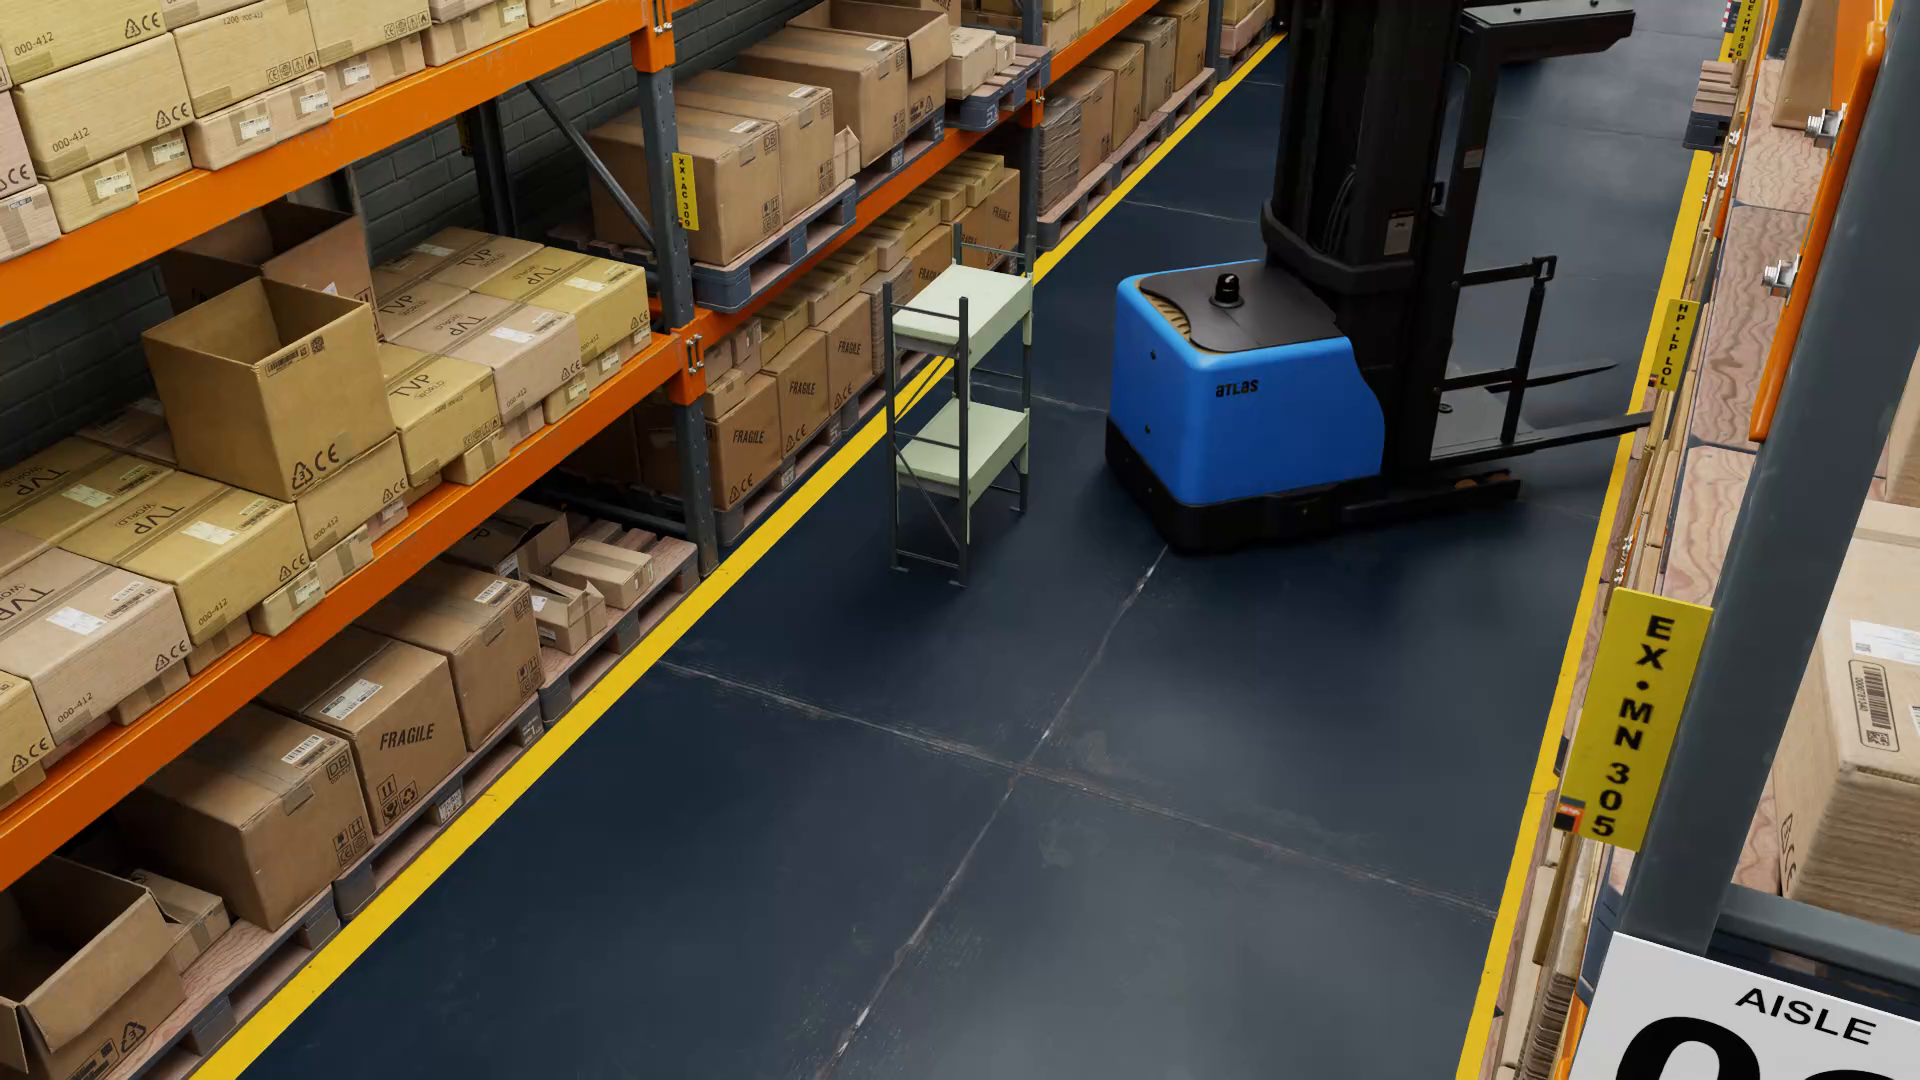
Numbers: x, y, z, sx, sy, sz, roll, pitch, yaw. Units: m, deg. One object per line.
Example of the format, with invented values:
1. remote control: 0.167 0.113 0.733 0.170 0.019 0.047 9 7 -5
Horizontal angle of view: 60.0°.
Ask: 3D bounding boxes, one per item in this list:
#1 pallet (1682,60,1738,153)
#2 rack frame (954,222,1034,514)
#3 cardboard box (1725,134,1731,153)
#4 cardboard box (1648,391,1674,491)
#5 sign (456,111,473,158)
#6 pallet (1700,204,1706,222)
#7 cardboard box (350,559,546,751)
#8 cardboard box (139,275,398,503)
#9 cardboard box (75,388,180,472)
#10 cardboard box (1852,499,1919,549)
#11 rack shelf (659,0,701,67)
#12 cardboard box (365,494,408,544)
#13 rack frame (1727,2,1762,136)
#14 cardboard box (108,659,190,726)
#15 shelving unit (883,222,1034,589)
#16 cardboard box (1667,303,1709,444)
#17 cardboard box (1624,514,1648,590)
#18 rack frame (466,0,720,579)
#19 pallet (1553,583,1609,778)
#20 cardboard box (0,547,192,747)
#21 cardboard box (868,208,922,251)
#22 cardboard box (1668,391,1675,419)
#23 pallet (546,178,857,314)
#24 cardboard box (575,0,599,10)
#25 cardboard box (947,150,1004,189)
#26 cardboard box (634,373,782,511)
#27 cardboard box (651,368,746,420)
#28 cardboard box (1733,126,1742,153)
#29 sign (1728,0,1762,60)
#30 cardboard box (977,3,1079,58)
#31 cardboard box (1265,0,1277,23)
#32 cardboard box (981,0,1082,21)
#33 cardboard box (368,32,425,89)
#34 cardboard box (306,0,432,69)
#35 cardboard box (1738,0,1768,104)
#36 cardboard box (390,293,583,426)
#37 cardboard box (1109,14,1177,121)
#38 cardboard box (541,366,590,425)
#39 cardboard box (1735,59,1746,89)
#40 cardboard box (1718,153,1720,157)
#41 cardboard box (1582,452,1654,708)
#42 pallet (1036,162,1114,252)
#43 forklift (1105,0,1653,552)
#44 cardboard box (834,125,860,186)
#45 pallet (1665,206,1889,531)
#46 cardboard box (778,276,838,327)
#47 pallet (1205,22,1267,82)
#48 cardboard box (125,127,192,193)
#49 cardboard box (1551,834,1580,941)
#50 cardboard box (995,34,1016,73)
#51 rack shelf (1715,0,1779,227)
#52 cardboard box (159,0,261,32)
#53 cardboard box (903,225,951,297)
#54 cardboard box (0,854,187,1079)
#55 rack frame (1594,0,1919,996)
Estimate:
1. pallet: 4.740 -2.366 9.297 1.213 0.211 1.003 14 36 20
2. rack frame: 0.156 -0.813 8.122 0.400 1.500 0.023 14 36 20
3. cardboard box: 3.885 -1.760 7.879 0.500 0.250 0.500 15 36 22
4. cardboard box: 2.824 -0.293 6.098 0.500 0.250 0.500 13 36 19
5. sign: -2.150 -1.821 7.236 0.100 0.325 0.005 14 36 20
6. pallet: 5.379 -1.895 10.947 1.003 0.211 1.213 14 36 20
7. cardboard box: -2.149 0.434 6.749 0.700 0.500 0.500 13 35 19
8. cardboard box: -2.256 -0.506 5.467 0.500 0.500 0.500 15 36 22
9. cardboard box: -2.719 -0.333 5.888 0.500 0.250 0.500 14 36 20
10. cardboard box: 1.401 0.079 2.413 0.380 0.149 0.250 11 35 17
11. rack shelf: -0.808 -3.161 8.255 1.077 0.370 4.000 14 36 20
12. cardboard box: -2.210 -0.125 5.934 0.380 0.149 0.250 14 36 20
13. rack frame: 4.539 -2.067 8.666 1.000 3.000 0.127 14 36 20
14. cardboard box: -2.627 0.397 5.138 0.380 0.149 0.250 15 36 22
15. shelving unit: 0.003 -0.631 7.844 0.431 1.500 0.755 14 36 20
16. cardboard box: 2.446 -0.353 5.049 0.500 0.500 0.500 14 36 21
17. cardboard box: 2.217 0.307 4.955 0.500 0.500 0.500 14 36 21
18. rack frame: -1.645 -1.211 7.362 1.000 3.000 0.127 14 36 20
19. pallet: 3.120 0.690 7.005 1.003 0.211 1.213 14 36 20
20. cardboard box: -2.673 0.304 4.916 0.500 0.250 0.500 15 36 21
21. cardboard box: -0.439 -1.791 9.552 0.380 0.149 0.250 14 36 20
22. cardboard box: 2.829 -0.496 5.952 0.500 0.250 0.500 14 36 20
23. pallet: -1.211 -1.504 7.983 1.003 0.211 1.213 14 36 20
24. cardboard box: -1.527 -2.114 6.232 0.380 0.149 0.250 14 36 20
25. cardboard box: 0.052 -2.301 10.329 0.380 0.149 0.250 12 35 18
26. cardboard box: -1.238 -0.531 8.221 0.500 0.500 0.500 16 36 23
27. cardboard box: -1.253 -0.730 7.933 0.380 0.149 0.250 16 36 23
28. cardboard box: 3.264 -1.322 6.527 0.500 0.500 0.500 15 36 22
29. sign: 4.042 -2.637 8.553 0.100 0.325 0.005 14 36 20
30. cardboard box: 0.437 -3.306 10.693 0.500 0.250 0.500 14 36 21
31. cardboard box: 2.605 -4.902 15.115 0.500 0.250 0.500 15 36 21
32. cardboard box: 0.459 -3.509 10.547 0.500 0.250 0.500 14 36 20
33. cardboard box: -1.998 -1.613 5.468 0.380 0.149 0.250 15 36 22
34. cardboard box: -2.052 -1.716 5.261 0.500 0.250 0.500 15 36 21
35. cardboard box: 4.110 -2.337 8.075 0.500 0.500 0.500 13 35 19
36. cardboard box: -1.832 -0.710 6.463 0.500 0.250 0.500 14 36 21
37. cardboard box: 1.163 -3.731 12.987 0.875 0.625 0.625 14 36 20
38. cardboard box: -1.725 -0.620 6.689 0.380 0.149 0.250 15 36 22
39. cardboard box: 4.477 -2.699 8.884 0.500 0.500 0.500 13 35 19
40. cardboard box: 5.698 -2.515 11.363 0.950 0.372 0.625 16 37 23
41. cardboard box: 3.052 0.311 6.594 0.875 0.875 0.875 15 36 22
42. pallet: 0.409 -2.438 11.776 1.003 0.211 1.213 14 36 20
43. forklift: 2.343 -1.633 8.068 3.031 2.935 1.130 -10 35 -15
44. cardboard box: -0.715 -1.935 8.204 0.396 0.266 0.258 16 36 23
45. pallet: 2.002 -0.281 3.289 1.003 0.211 1.213 14 36 20
46. cardboard box: -0.869 -1.272 8.759 0.380 0.149 0.250 14 36 20
47. pallet: 2.073 -4.416 14.792 1.003 0.211 1.213 14 36 20
48. cardboard box: -2.417 -1.104 4.692 0.380 0.149 0.250 14 36 20
49. cardboard box: 1.579 0.651 3.519 0.500 0.500 0.500 14 36 20
50. cardboard box: 0.103 -2.859 9.720 0.380 0.149 0.250 15 36 21
51. rack shelf: 3.702 -2.024 6.522 1.077 0.370 4.000 14 36 20
52. cardboard box: -2.273 -1.666 4.729 0.500 0.250 0.500 15 36 22
53. cardboard box: -0.388 -1.566 9.799 0.500 0.500 0.500 16 36 23
54. cardboard box: -2.976 1.366 5.324 0.797 0.503 0.637 13 35 19
55. rack frame: 1.192 -0.591 0.945 1.000 3.000 0.127 14 36 20
